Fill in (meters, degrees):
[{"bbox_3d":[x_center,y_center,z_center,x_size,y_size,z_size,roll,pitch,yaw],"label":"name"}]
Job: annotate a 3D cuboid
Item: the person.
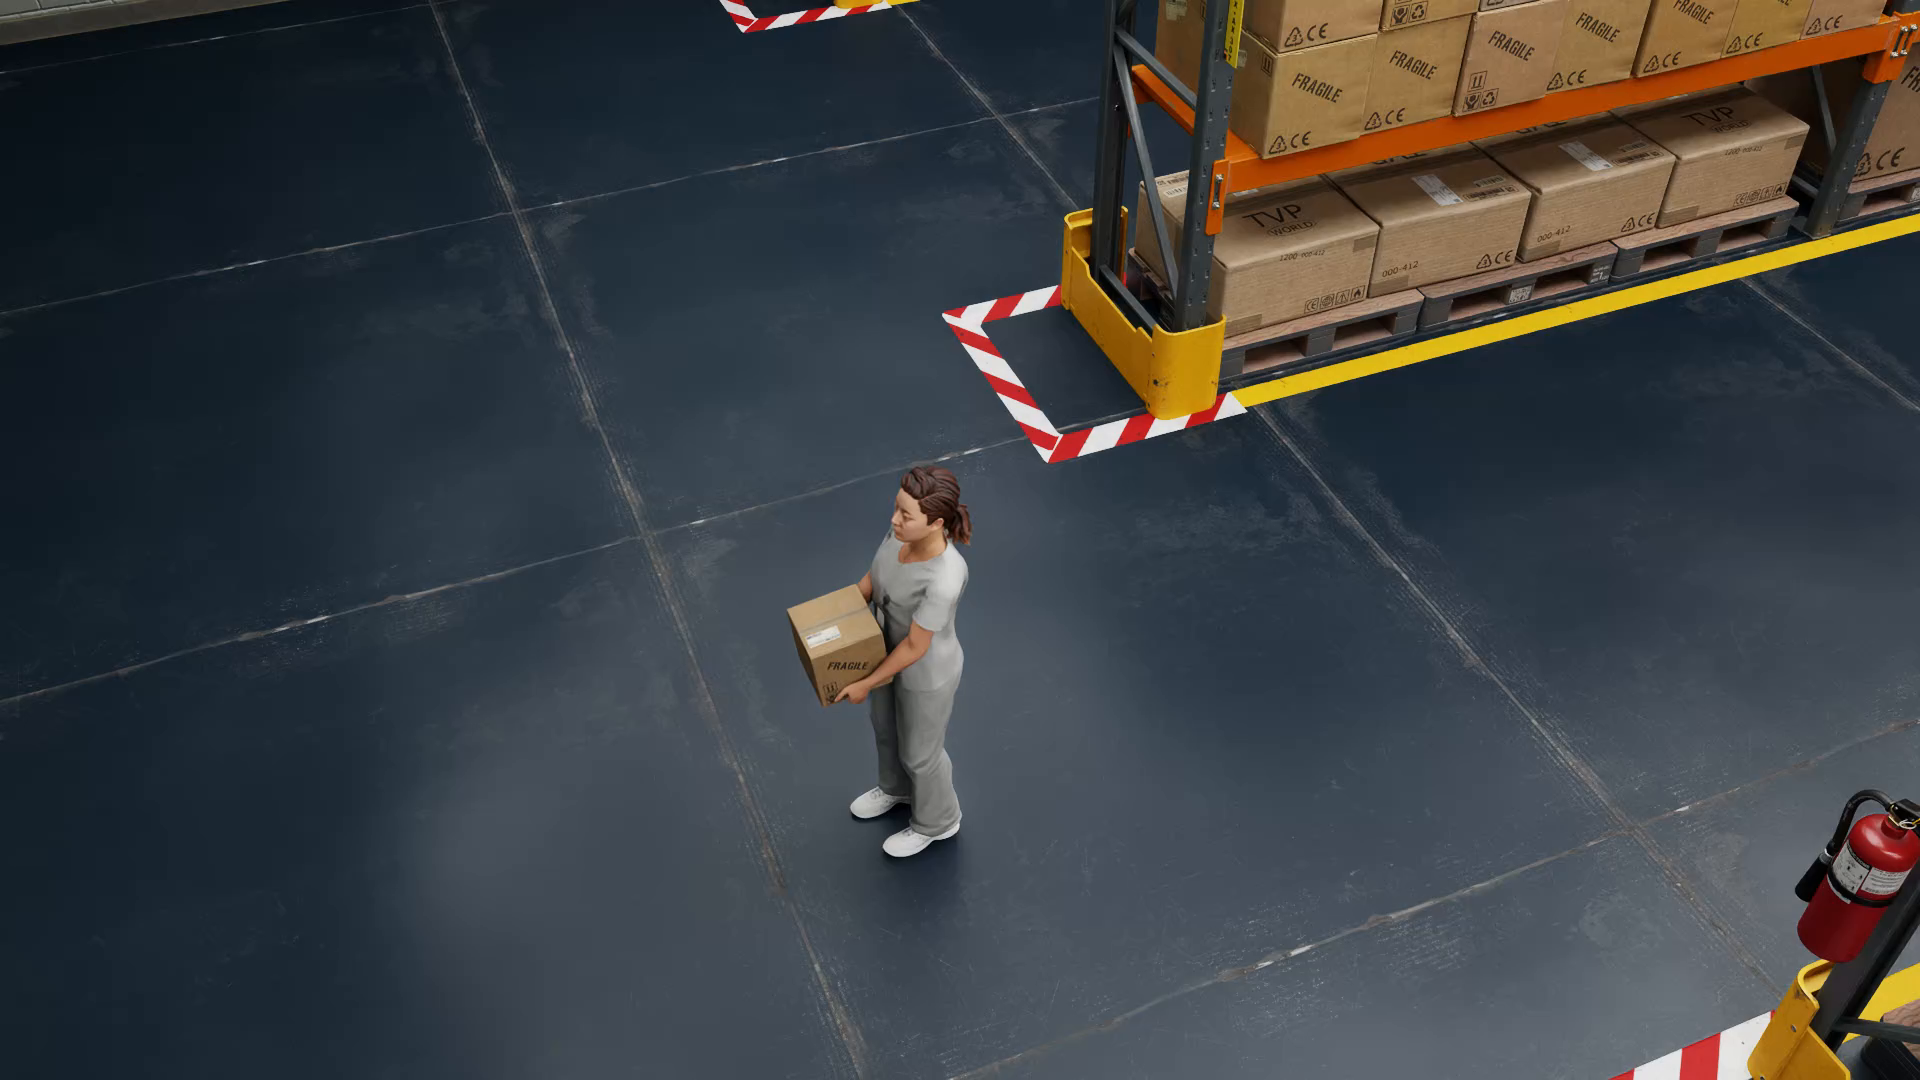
[{"bbox_3d":[-0.212,0.436,5.684,0.542,1.667,0.436,-15,44,-16],"label":"person"}]
